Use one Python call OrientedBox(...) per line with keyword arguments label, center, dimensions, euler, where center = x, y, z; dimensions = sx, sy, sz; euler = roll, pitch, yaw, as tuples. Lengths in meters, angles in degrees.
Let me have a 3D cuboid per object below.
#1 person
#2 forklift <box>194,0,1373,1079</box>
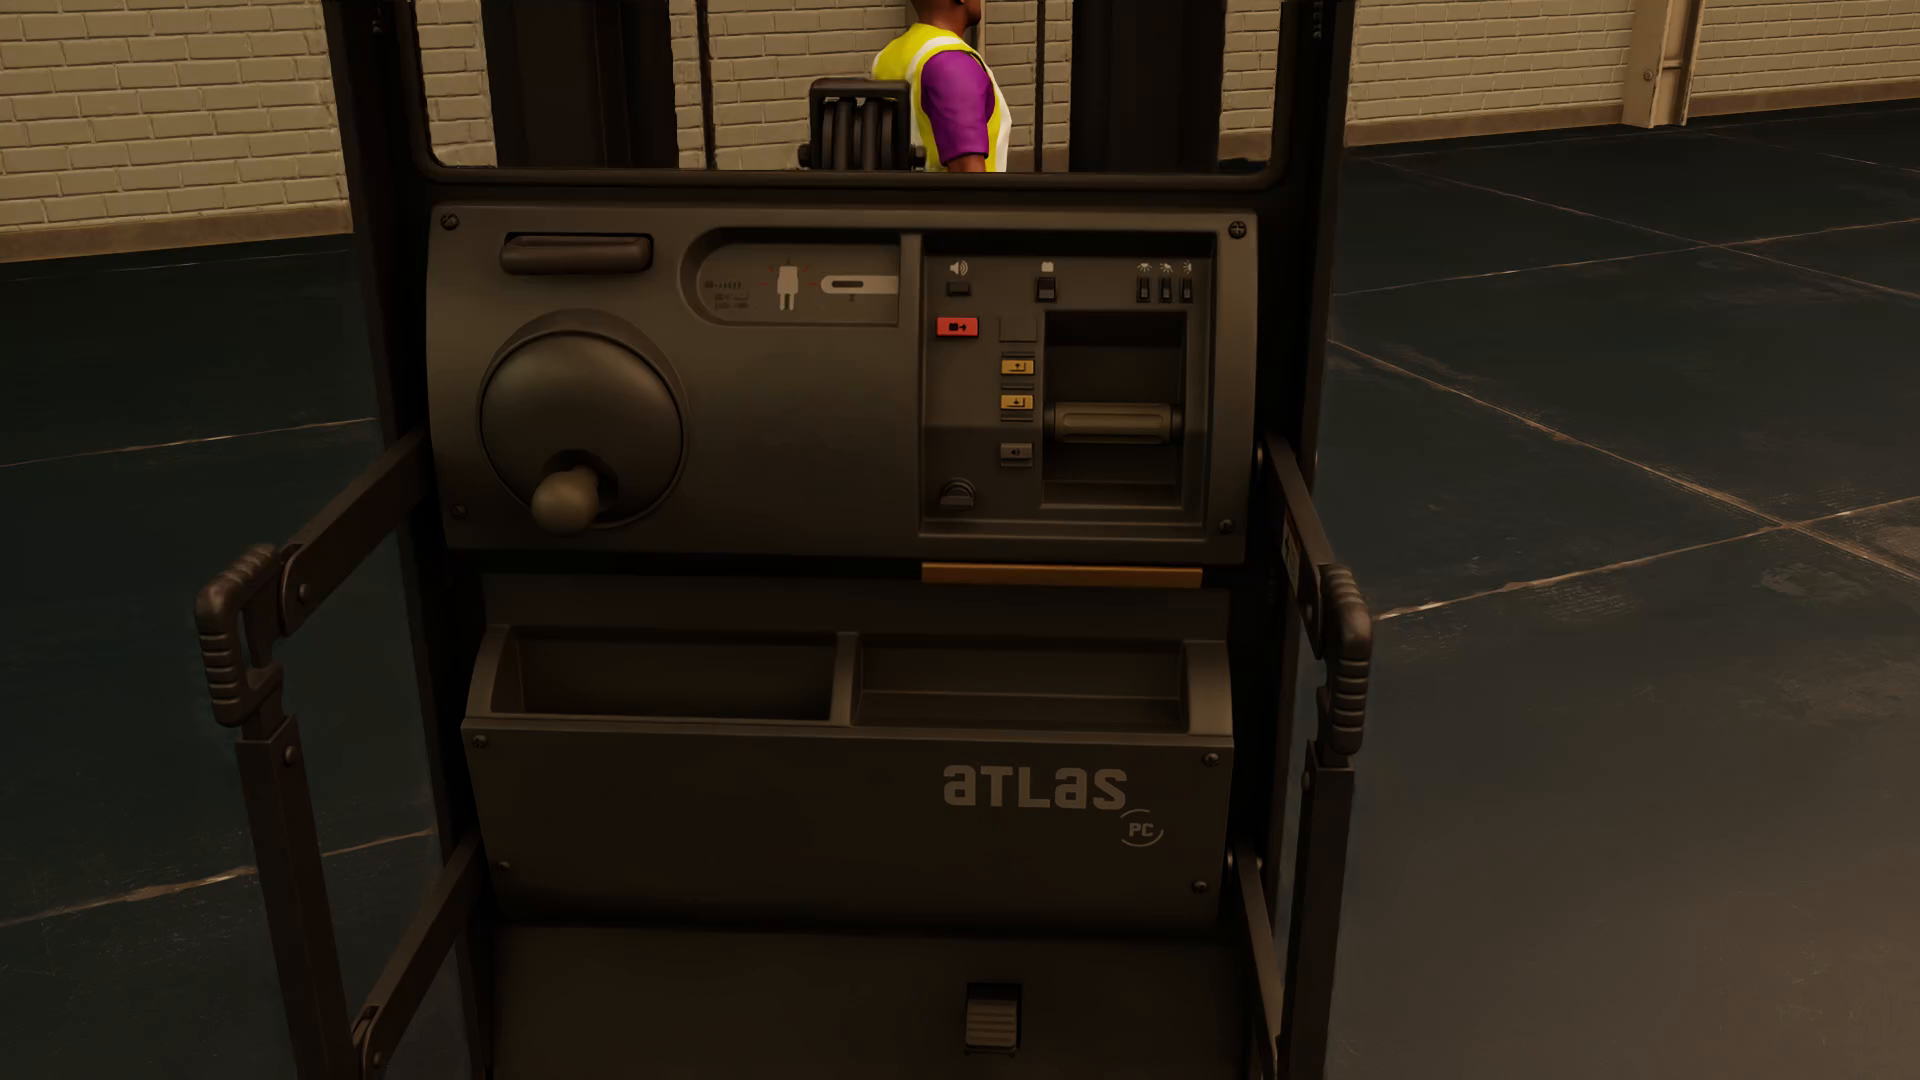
OrientedBox(label="person", center=(0.065, -0.831, 4.787), dimensions=(0.577, 1.765, 0.665), euler=(-10, 25, -23))
OrientedBox(label="forklift", center=(-0.145, -0.162, 1.675), dimensions=(1.130, 2.935, 3.031), euler=(1, 23, 3))
